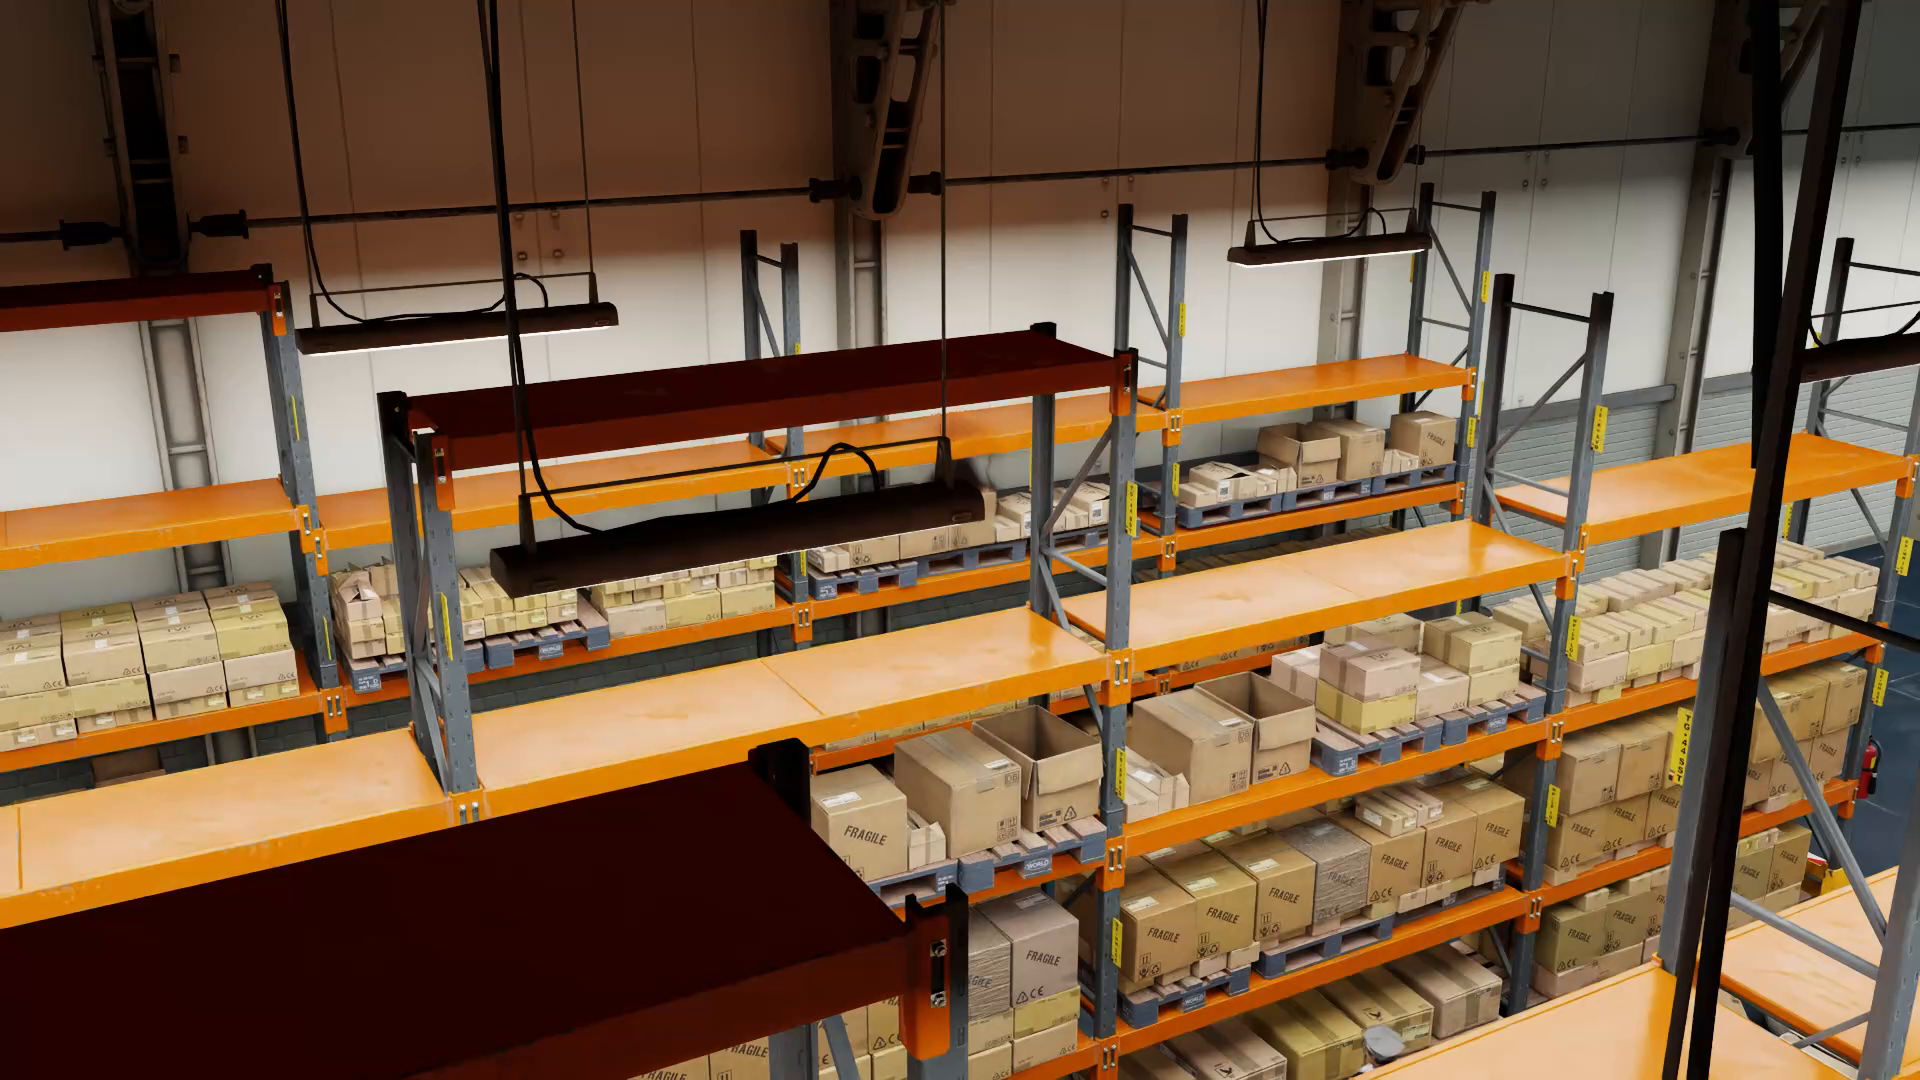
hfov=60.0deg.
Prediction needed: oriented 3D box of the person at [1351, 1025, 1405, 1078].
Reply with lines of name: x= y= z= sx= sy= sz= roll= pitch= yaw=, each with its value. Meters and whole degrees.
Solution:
person: x=2.665 y=3.910 z=10.960 sx=0.429 sy=1.675 sz=0.583 roll=8 pitch=20 yaw=22
